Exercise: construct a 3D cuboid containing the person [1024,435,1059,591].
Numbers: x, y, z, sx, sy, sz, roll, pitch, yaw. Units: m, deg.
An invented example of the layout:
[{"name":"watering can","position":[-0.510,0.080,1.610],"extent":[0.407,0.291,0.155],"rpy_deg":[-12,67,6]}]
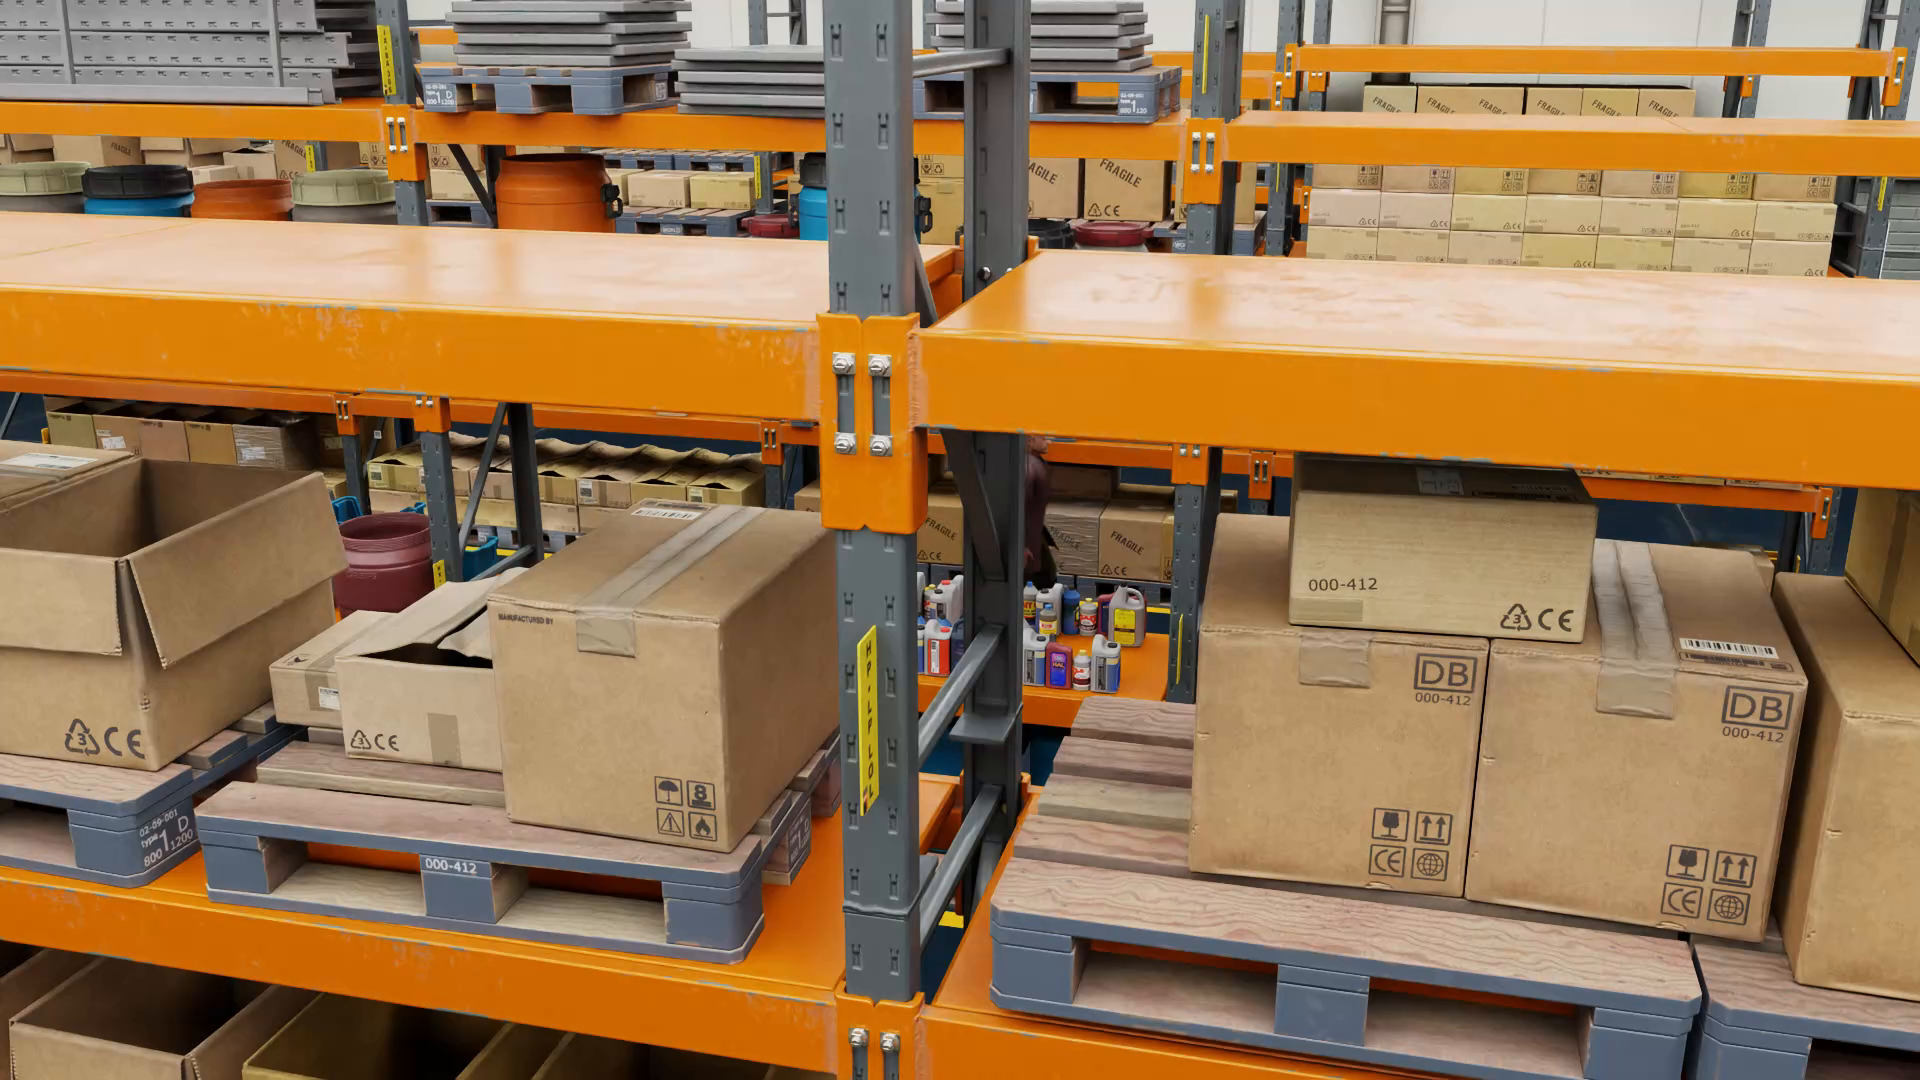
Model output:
[{"name":"person","position":[0.465,-0.032,12.118],"extent":[0.499,1.765,0.618],"rpy_deg":[3,18,8]}]
